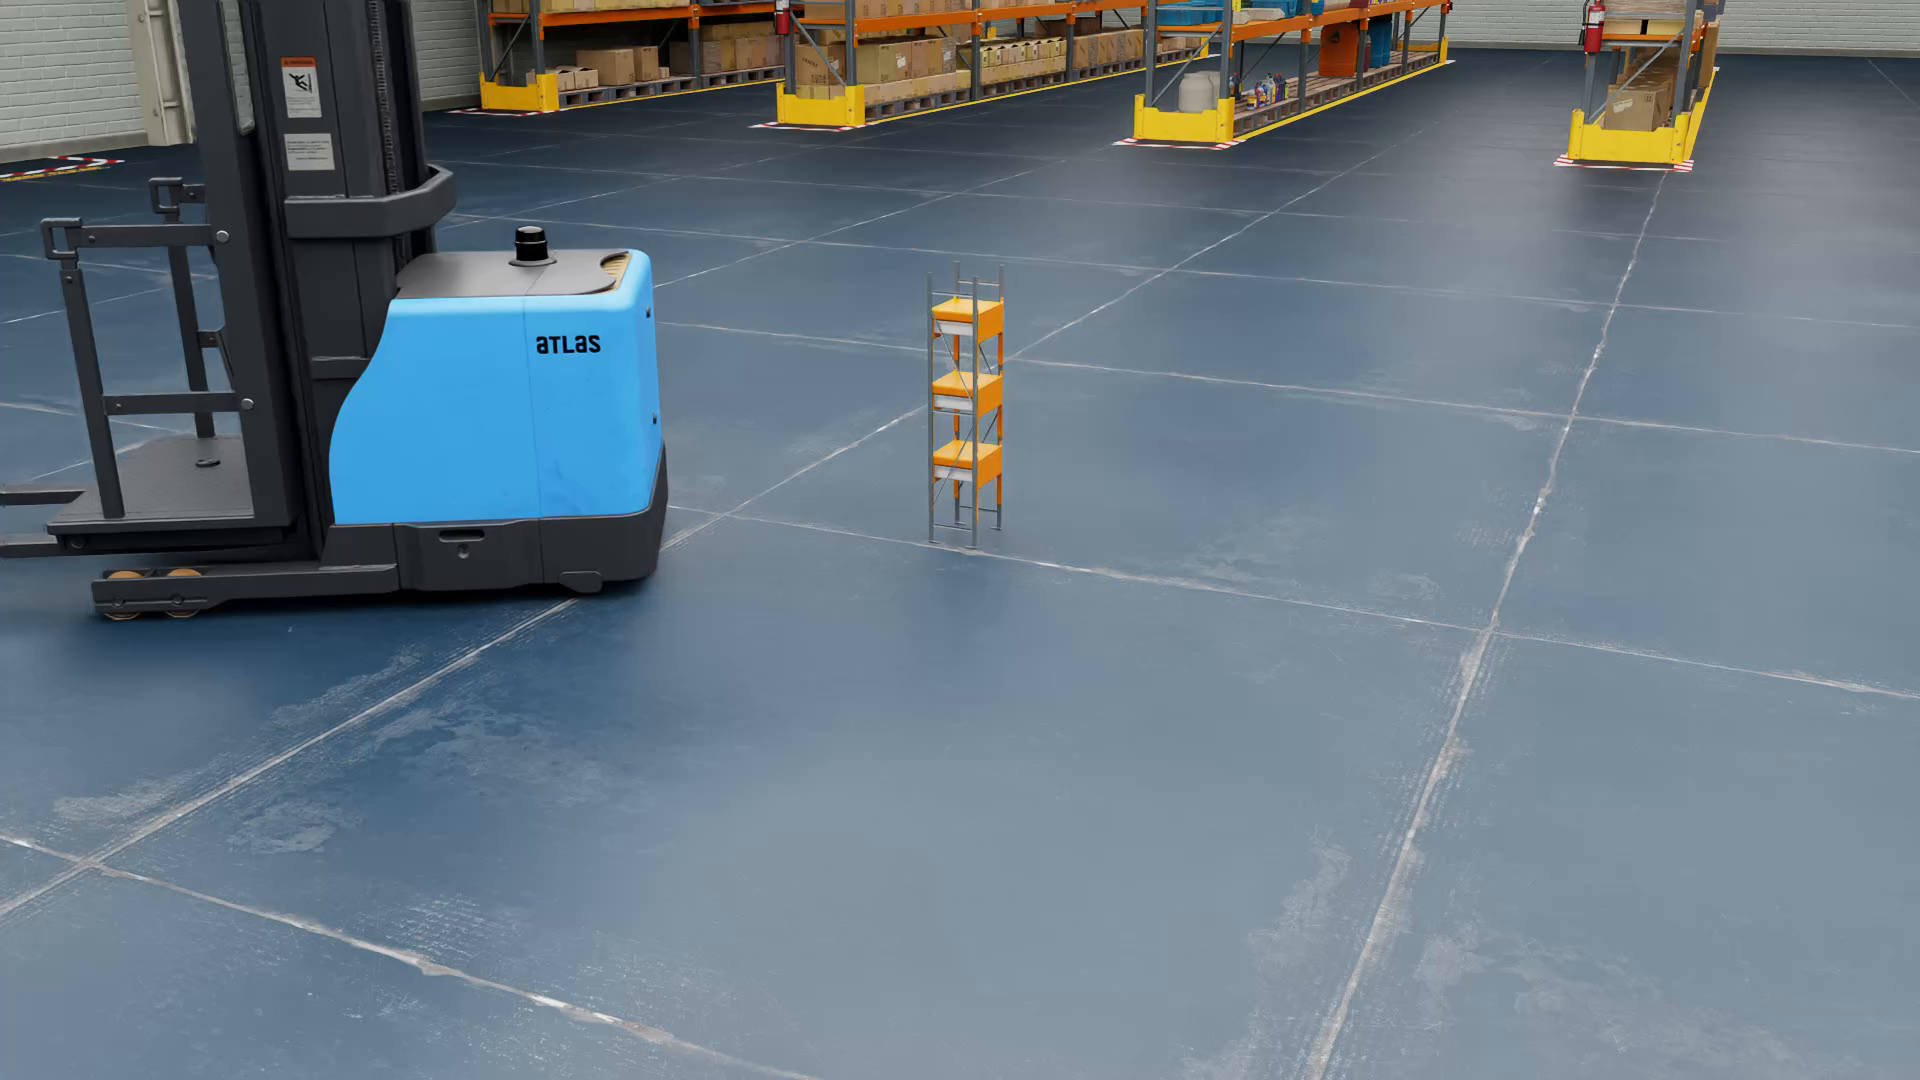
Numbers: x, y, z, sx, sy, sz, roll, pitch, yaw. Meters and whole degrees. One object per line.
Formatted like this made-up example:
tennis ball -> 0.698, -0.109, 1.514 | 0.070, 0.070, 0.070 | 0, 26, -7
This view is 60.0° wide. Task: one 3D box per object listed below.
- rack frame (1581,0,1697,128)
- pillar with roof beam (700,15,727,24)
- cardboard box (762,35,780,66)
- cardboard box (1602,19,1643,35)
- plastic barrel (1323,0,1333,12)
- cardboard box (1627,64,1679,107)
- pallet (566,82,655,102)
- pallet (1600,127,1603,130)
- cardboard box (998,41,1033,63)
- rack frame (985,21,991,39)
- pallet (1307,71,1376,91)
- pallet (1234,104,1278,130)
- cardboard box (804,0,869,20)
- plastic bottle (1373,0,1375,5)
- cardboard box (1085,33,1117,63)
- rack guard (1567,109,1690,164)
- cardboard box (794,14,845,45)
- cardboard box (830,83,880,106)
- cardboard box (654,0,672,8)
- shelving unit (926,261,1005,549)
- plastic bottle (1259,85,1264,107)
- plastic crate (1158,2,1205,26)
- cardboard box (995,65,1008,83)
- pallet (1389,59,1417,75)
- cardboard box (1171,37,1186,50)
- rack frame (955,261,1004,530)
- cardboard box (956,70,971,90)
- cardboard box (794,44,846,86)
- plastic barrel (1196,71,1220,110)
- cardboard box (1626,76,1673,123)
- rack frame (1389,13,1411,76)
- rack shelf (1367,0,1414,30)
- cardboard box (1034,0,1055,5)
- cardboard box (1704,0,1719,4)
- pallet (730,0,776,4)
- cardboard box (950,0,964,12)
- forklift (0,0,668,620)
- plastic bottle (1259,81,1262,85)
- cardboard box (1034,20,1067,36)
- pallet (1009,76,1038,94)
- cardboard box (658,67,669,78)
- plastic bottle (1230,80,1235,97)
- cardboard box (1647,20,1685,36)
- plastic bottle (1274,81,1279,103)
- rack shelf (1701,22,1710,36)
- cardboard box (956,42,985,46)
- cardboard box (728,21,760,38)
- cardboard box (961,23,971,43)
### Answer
rack frame -> 7.218, -5.539, 17.568 | 1.000, 3.000, 0.127 | 9, 21, 23
pillar with roof beam -> -0.457, -11.981, 26.728 | 9.100, 9.000, 0.400 | 9, 21, 23
cardboard box -> -3.627, -8.684, 29.486 | 0.700, 0.500, 0.500 | 9, 21, 23
cardboard box -> 7.147, -5.536, 17.934 | 0.380, 0.149, 0.250 | 9, 21, 23
plastic barrel -> 5.230, -7.992, 24.262 | 0.433, 0.535, 0.433 | 0, 20, 0
cardboard box -> 9.127, -5.976, 21.870 | 0.700, 0.500, 0.500 | 7, 21, 19
pallet -> -5.442, -6.903, 25.563 | 1.003, 0.211, 1.213 | 9, 21, 23
pallet -> 7.614, -4.492, 18.785 | 1.003, 0.211, 1.213 | 9, 21, 23
cardboard box -> 0.845, -7.851, 26.709 | 0.500, 0.311, 0.500 | 9, 22, 24
rack frame -> 0.213, -12.469, 37.054 | 1.000, 3.000, 0.127 | 9, 21, 23
pallet -> 6.260, -7.597, 27.516 | 1.003, 0.211, 1.213 | 9, 21, 23
pallet -> 3.526, -5.554, 21.770 | 1.003, 0.211, 1.213 | 9, 21, 23
cardboard box -> -1.615, -7.088, 21.772 | 0.700, 0.500, 0.500 | 9, 21, 23
plastic bottle -> 6.734, -8.873, 27.117 | 0.061, 0.283, 0.133 | 9, 21, 23
cardboard box -> 2.533, -8.948, 30.228 | 0.500, 0.500, 0.500 | 8, 21, 21
rack guard -> 7.249, -4.385, 18.052 | 1.175, 0.500, 0.348 | 9, 21, 23
cardboard box -> -2.642, -9.415, 31.049 | 0.750, 0.750, 0.750 | 8, 21, 22
cardboard box -> -1.395, -5.935, 22.158 | 0.500, 0.250, 0.500 | 9, 21, 23
cardboard box -> -4.830, -8.402, 25.812 | 0.500, 0.250, 0.500 | 9, 21, 23
shelving unit -> 0.022, -0.511, 6.339 | 0.215, 1.050, 0.252 | 9, 21, 23
plastic bottle -> 3.908, -5.787, 21.681 | 0.097, 0.271, 0.097 | 0, 20, 0
plastic crate -> 2.632, -6.343, 20.049 | 0.499, 0.251, 0.616 | 9, 21, 23
cardboard box -> 0.422, -7.270, 25.911 | 0.500, 0.250, 0.500 | 9, 22, 24
pallet -> 7.879, -8.803, 30.908 | 1.003, 0.211, 1.213 | 9, 21, 23
cardboard box -> 4.320, -10.216, 34.166 | 0.500, 0.250, 0.500 | 9, 21, 23
rack frame -> 0.072, -0.548, 6.444 | 0.200, 1.050, 0.008 | 9, 21, 23
cardboard box -> -0.170, -6.853, 24.739 | 0.500, 0.250, 0.500 | 9, 21, 23
cardboard box -> -1.870, -6.360, 22.233 | 0.500, 0.500, 0.500 | 9, 21, 23
plastic barrel -> 3.105, -5.609, 20.851 | 0.421, 0.512, 0.421 | 0, 20, 0
cardboard box -> 8.246, -5.289, 19.967 | 0.500, 0.500, 0.500 | 7, 21, 18
rack frame -> 7.614, -9.887, 29.793 | 1.000, 3.000, 0.127 | 9, 21, 23
rack shelf -> 6.795, -8.937, 28.195 | 1.077, 0.370, 4.000 | 9, 21, 23
cardboard box -> 1.342, -8.914, 27.432 | 0.380, 0.149, 0.250 | 9, 21, 23
cardboard box -> 9.309, -7.466, 21.464 | 1.000, 1.000, 1.000 | 9, 21, 23
pallet -> -3.836, -9.323, 28.492 | 1.003, 0.211, 1.213 | 9, 21, 23
cardboard box -> -0.356, -8.033, 24.431 | 0.700, 0.500, 0.500 | 8, 21, 21
forklift -> -2.642, -1.293, 5.729 | 3.031, 2.935, 1.130 | -2, 20, -6
plastic bottle -> 4.022, -5.981, 22.208 | 0.061, 0.283, 0.133 | 9, 21, 23
cardboard box -> 1.646, -9.064, 29.433 | 0.500, 0.250, 0.500 | 9, 22, 25
pallet -> 0.584, -7.413, 26.999 | 1.003, 0.211, 1.213 | 9, 21, 23
cardboard box -> -4.892, -7.506, 26.669 | 0.380, 0.166, 0.250 | 6, 20, 16
plastic bottle -> 3.679, -6.113, 22.595 | 0.097, 0.271, 0.097 | 0, 20, 0
cardboard box -> 7.552, -5.475, 17.763 | 0.380, 0.149, 0.250 | 9, 21, 23
plastic bottle -> 4.229, -6.018, 22.312 | 0.061, 0.283, 0.133 | 10, 22, 26
rack shelf -> 9.675, -7.034, 22.846 | 1.077, 0.370, 4.000 | 9, 21, 23
cardboard box -> 0.138, -7.764, 26.464 | 0.500, 0.311, 0.500 | 8, 21, 23
cardboard box -> -3.807, -8.856, 28.848 | 0.500, 0.250, 0.500 | 8, 21, 22
cardboard box -> -0.187, -11.109, 36.332 | 0.700, 0.500, 0.500 | 8, 21, 23
